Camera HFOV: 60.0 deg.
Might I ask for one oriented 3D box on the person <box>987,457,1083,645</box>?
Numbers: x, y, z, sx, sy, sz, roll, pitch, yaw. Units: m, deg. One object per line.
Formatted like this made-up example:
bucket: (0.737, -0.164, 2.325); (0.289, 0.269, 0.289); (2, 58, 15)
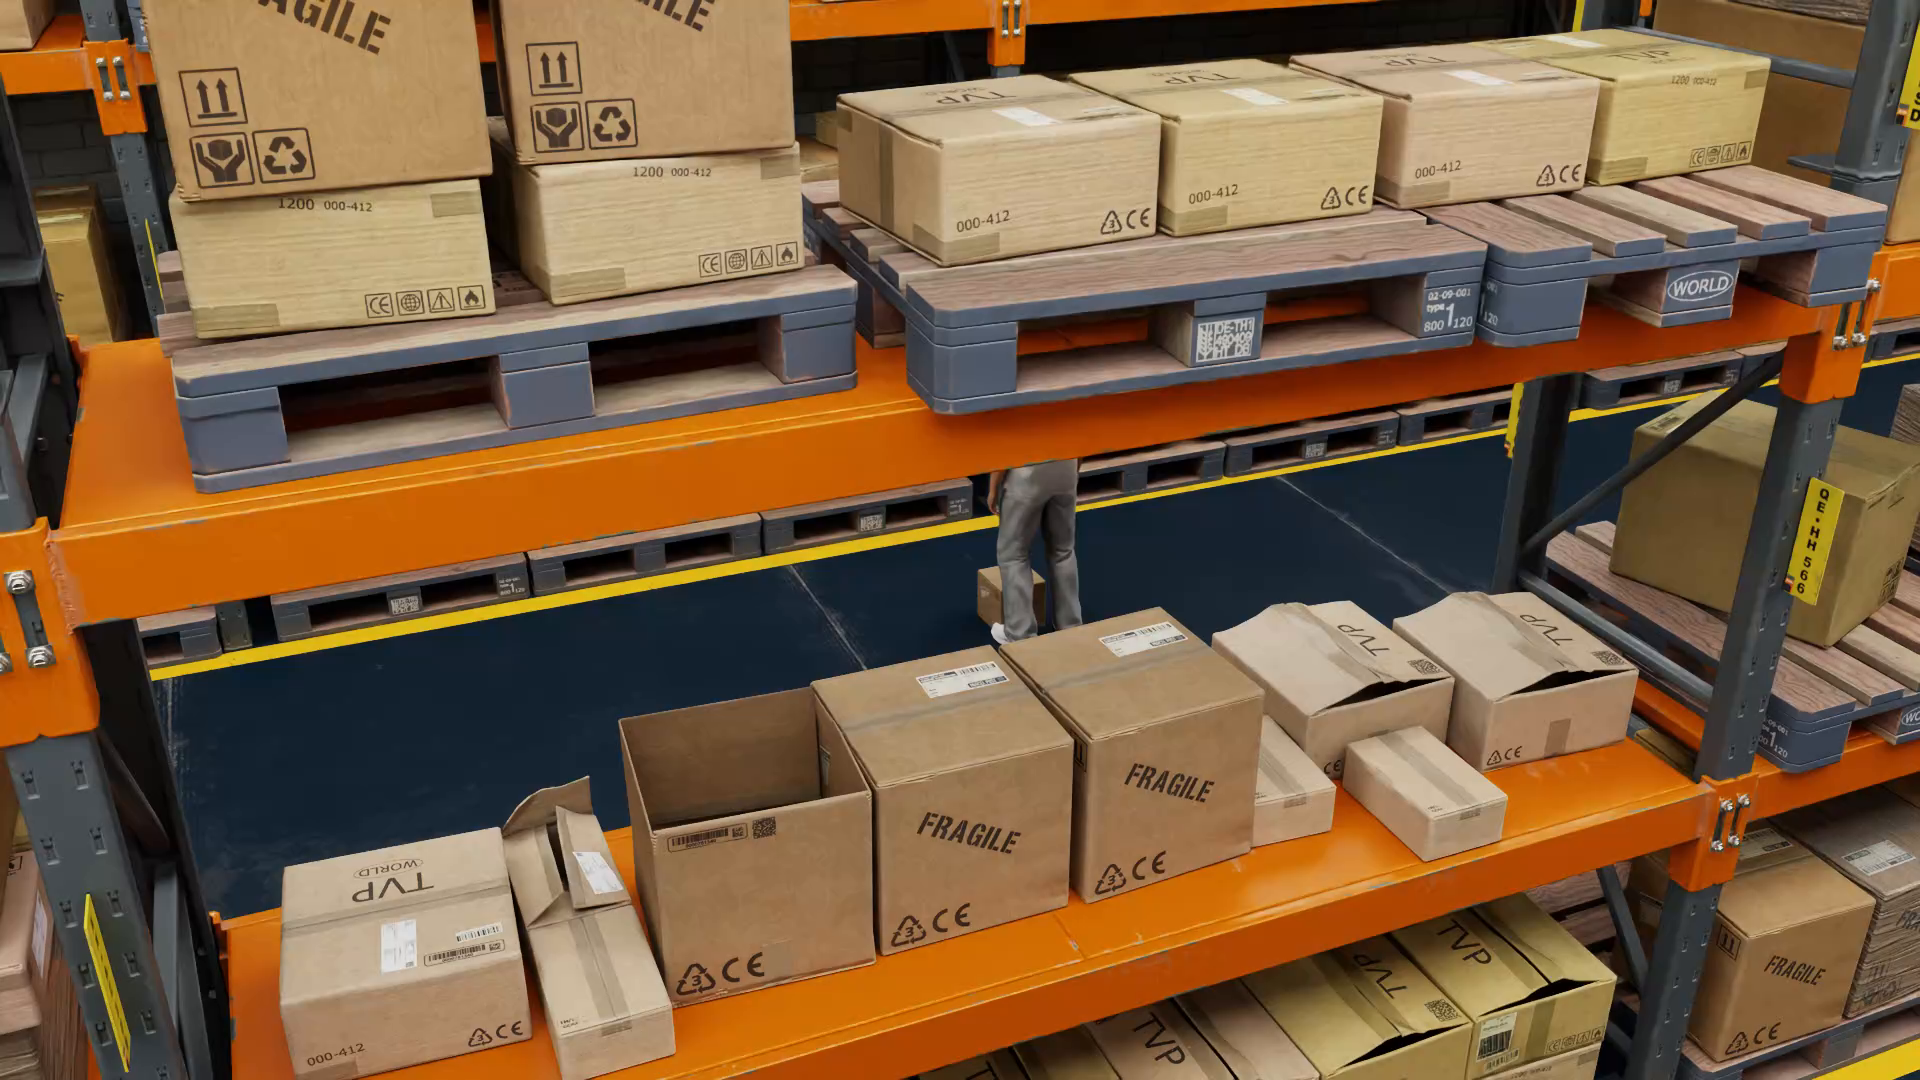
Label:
person: (0.356, -0.256, 7.640); (0.514, 1.671, 0.365); (-12, 29, -24)
